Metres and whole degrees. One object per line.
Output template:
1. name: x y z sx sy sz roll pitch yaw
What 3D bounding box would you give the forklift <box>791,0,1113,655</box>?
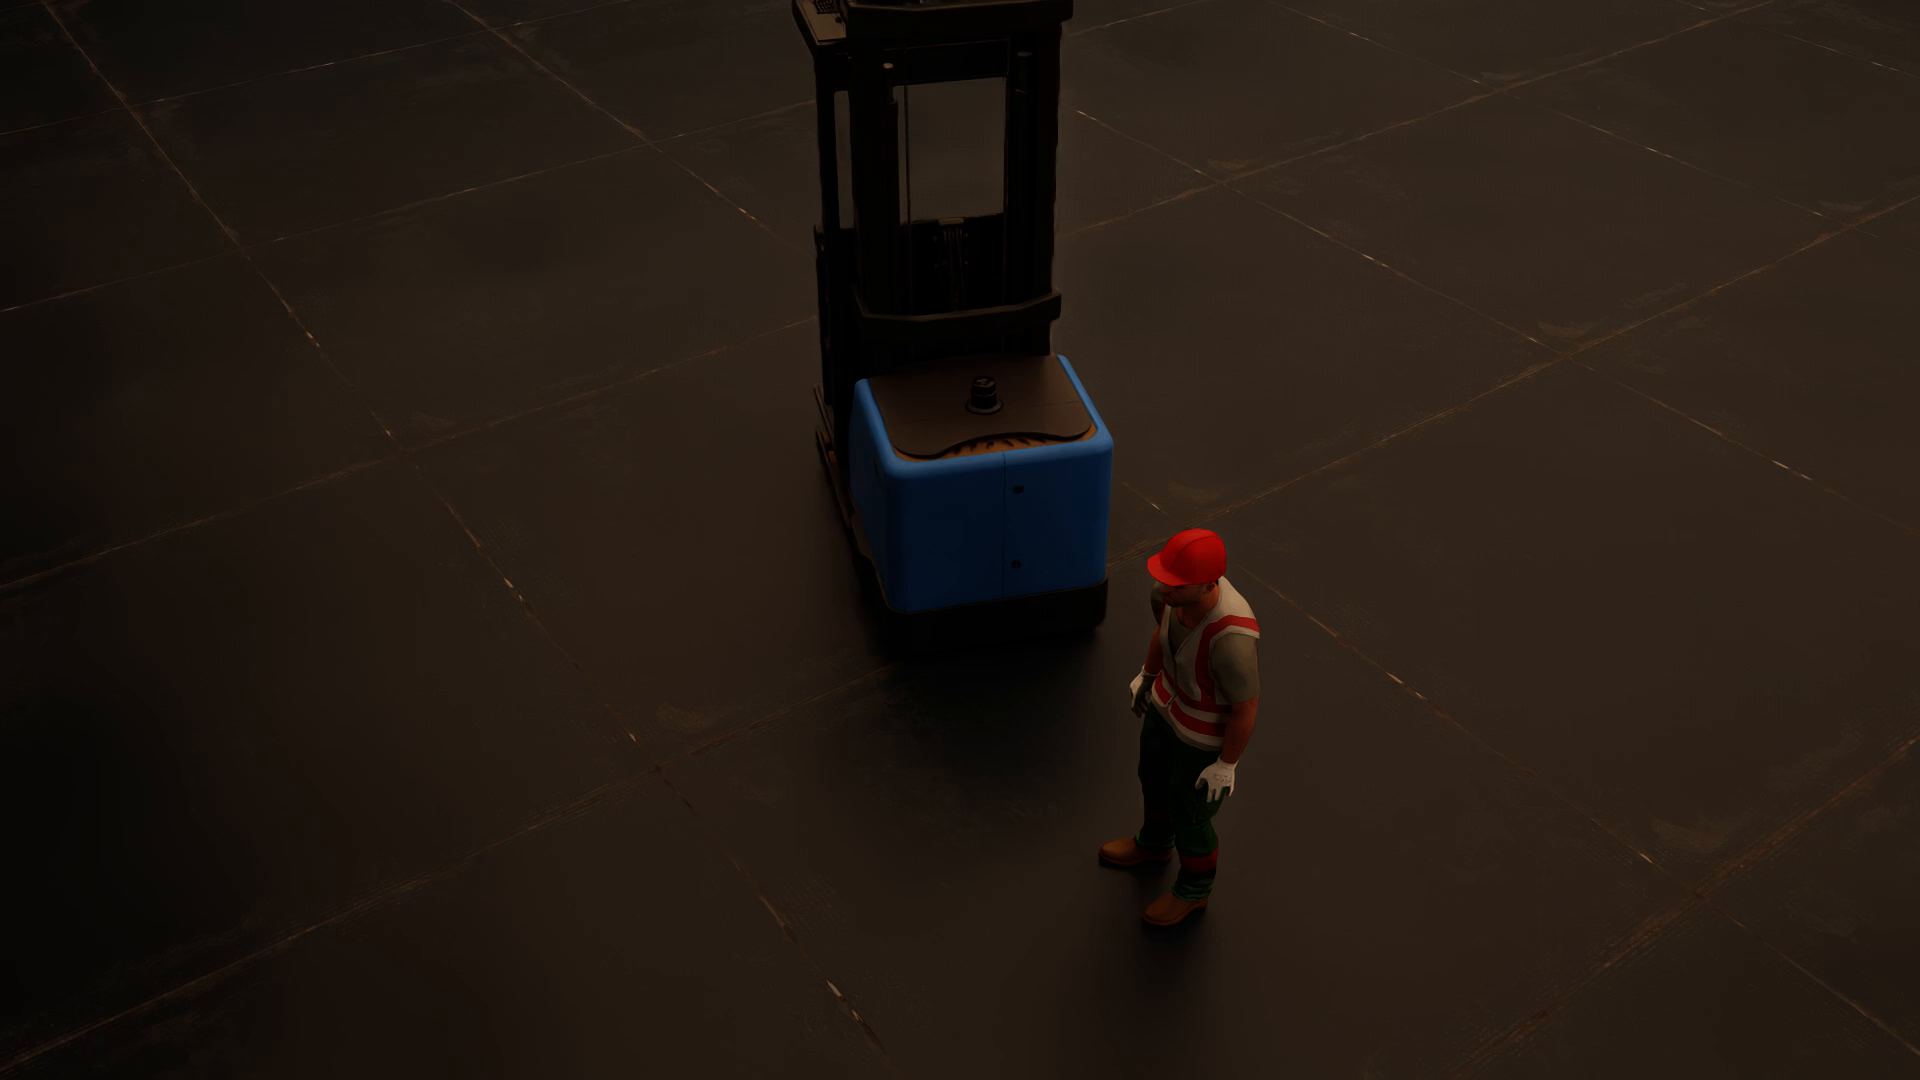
1. forklift: -0.155 -1.533 8.017 1.130 2.935 3.031 -8 37 -11

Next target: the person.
1. person: 0.817 0.665 6.017 0.450 1.779 0.619 -15 39 -19
